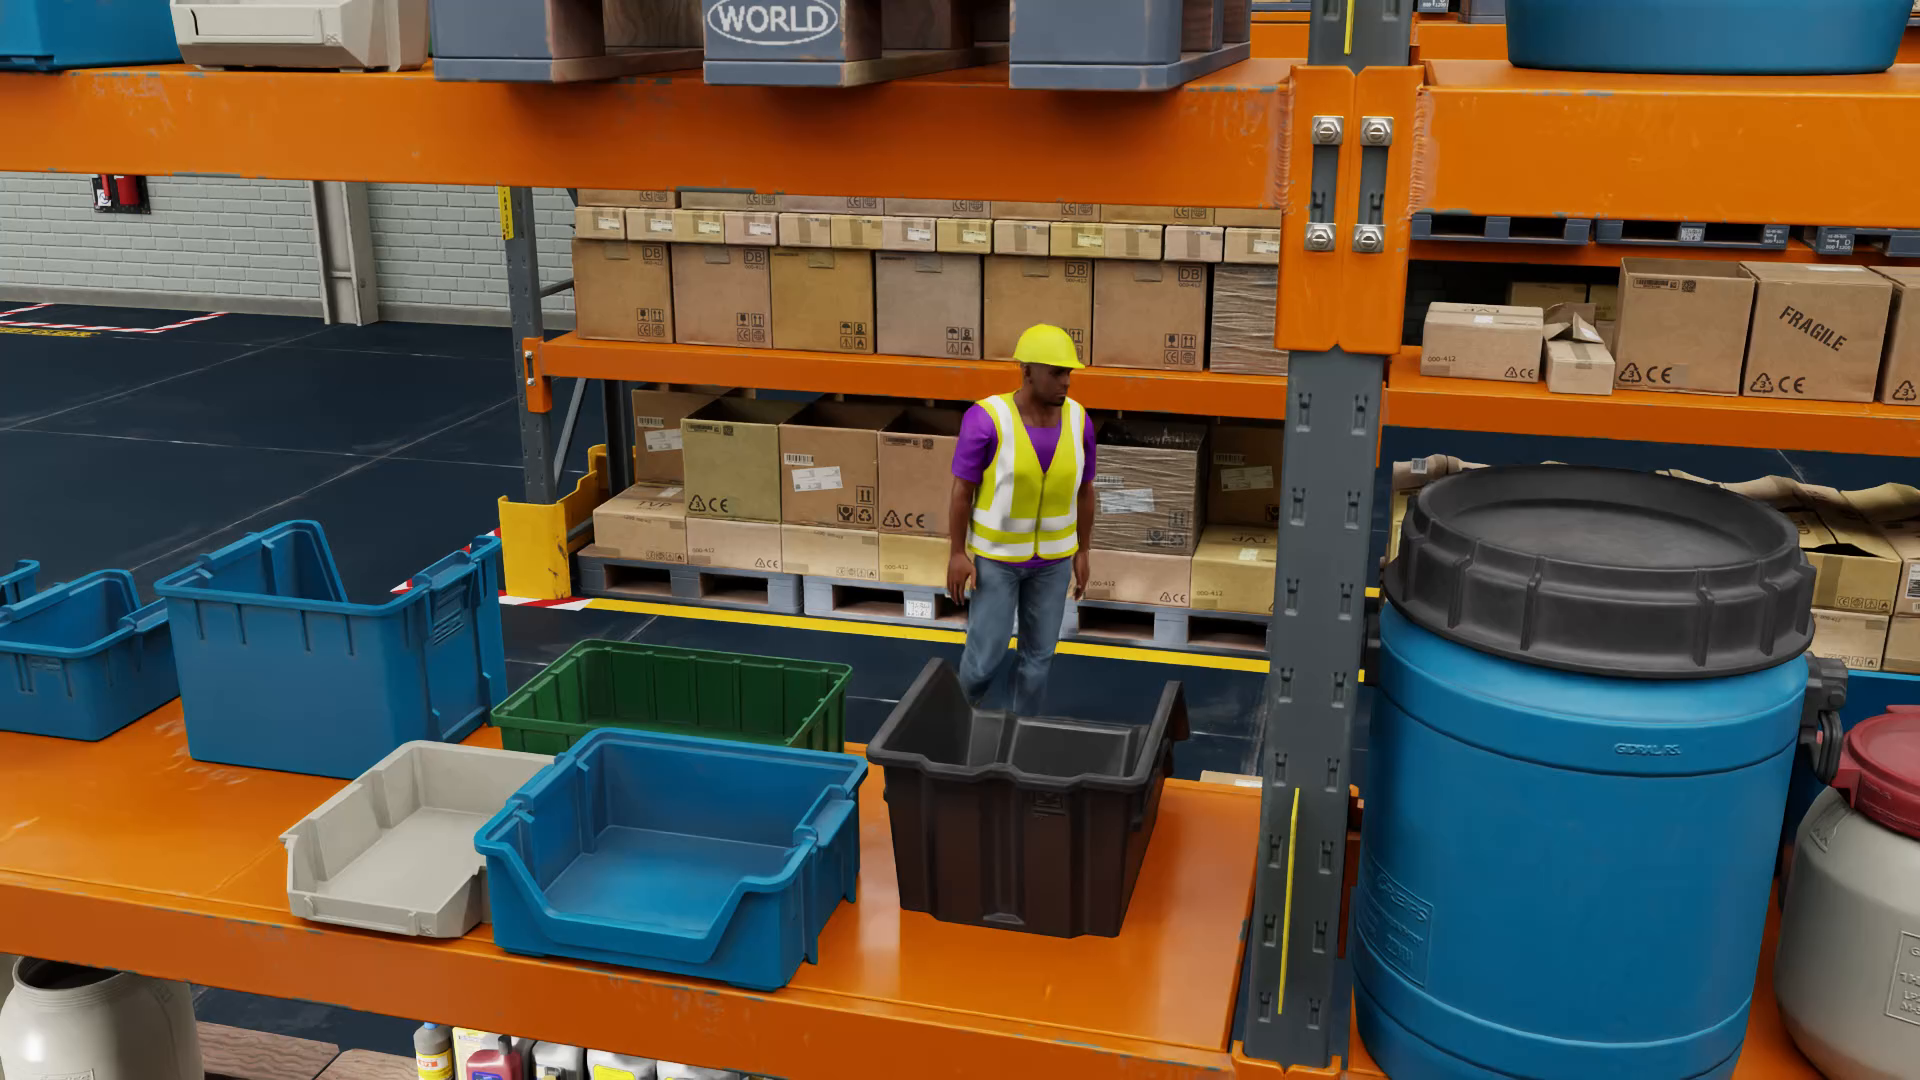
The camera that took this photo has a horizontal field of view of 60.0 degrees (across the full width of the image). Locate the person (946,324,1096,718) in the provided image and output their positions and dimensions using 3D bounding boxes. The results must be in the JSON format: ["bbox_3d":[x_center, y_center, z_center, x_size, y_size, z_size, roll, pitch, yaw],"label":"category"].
[{"bbox_3d":[0.209,0.034,6.369,0.608,1.764,0.565,-6,19,-18],"label":"person"}]
